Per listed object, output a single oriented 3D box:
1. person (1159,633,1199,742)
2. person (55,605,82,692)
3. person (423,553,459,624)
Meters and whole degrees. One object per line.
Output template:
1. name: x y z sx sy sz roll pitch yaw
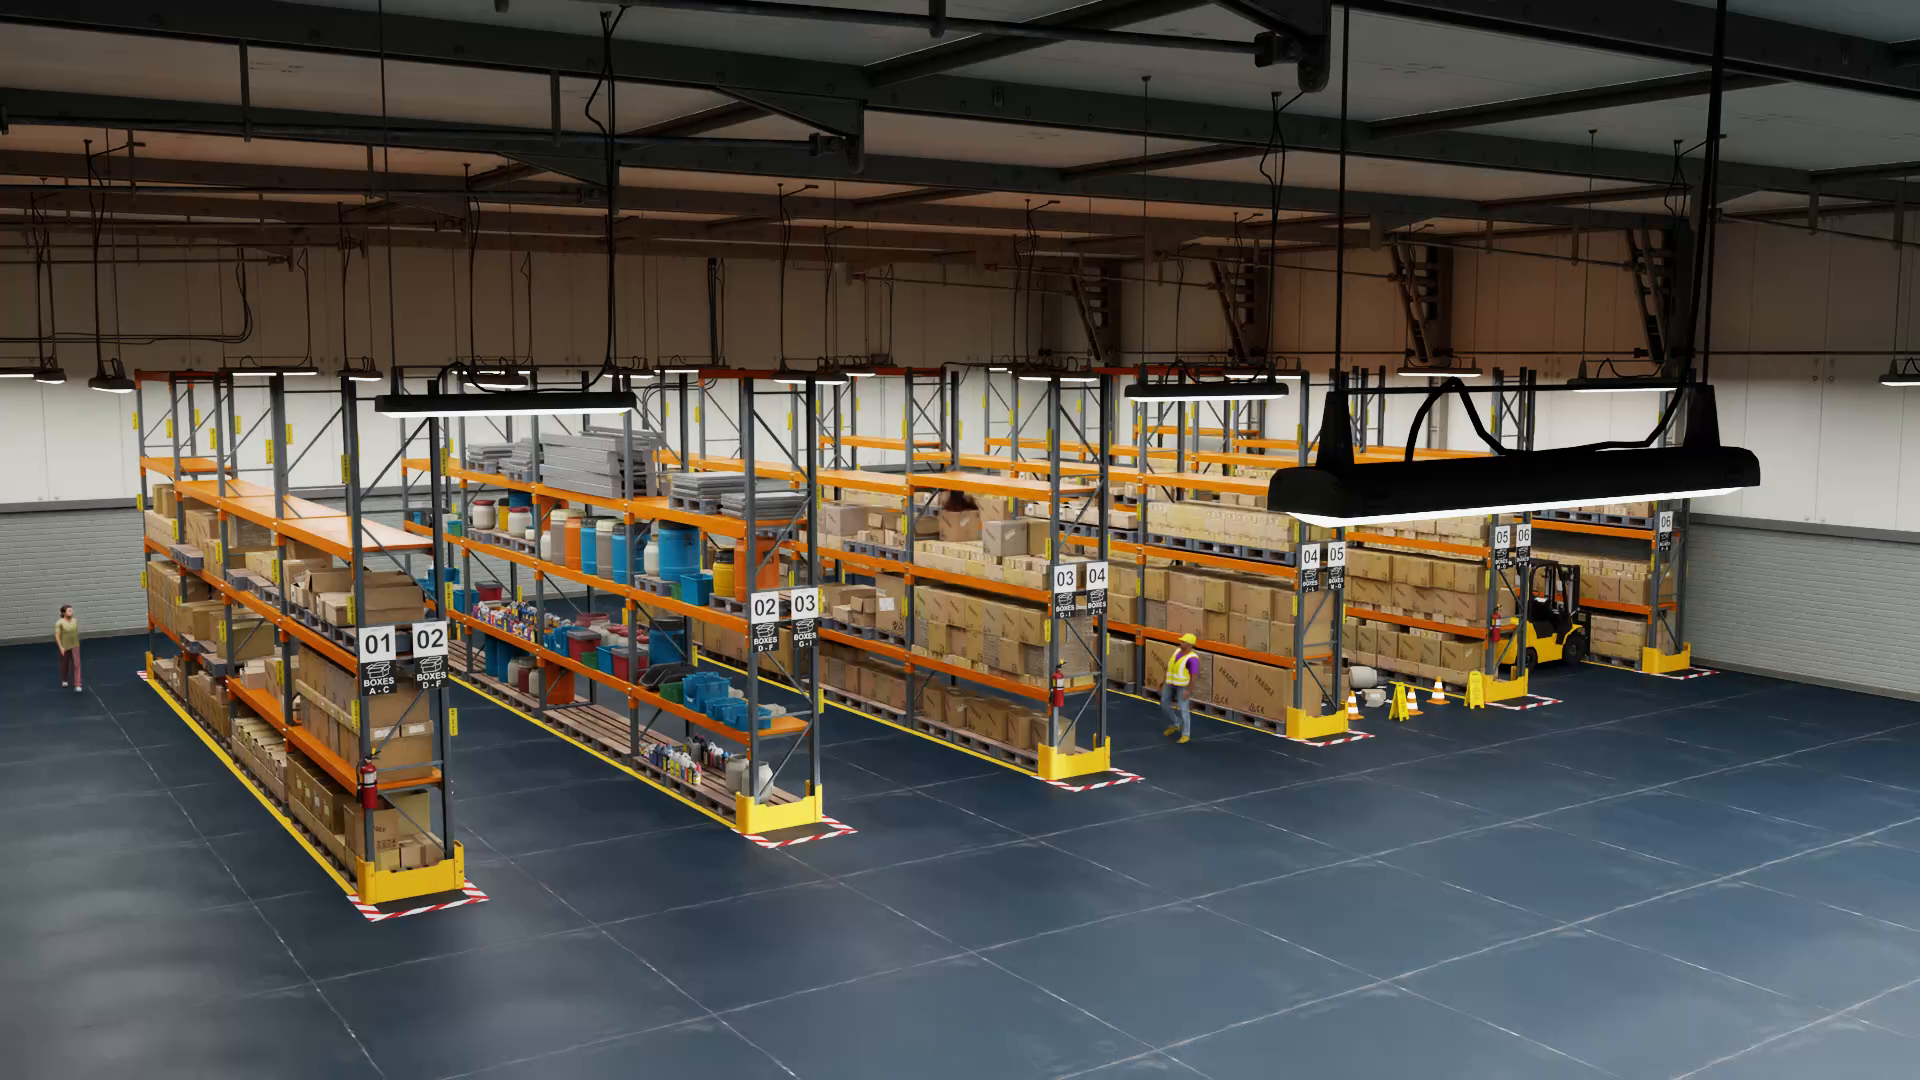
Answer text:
1. person: 3.557 2.389 27.175 0.694 1.751 0.472 6 9 42
2. person: -16.686 2.014 31.101 0.417 1.620 1.030 -4 8 -33
3. person: -12.172 1.110 38.715 1.031 1.729 0.734 0 6 -1
